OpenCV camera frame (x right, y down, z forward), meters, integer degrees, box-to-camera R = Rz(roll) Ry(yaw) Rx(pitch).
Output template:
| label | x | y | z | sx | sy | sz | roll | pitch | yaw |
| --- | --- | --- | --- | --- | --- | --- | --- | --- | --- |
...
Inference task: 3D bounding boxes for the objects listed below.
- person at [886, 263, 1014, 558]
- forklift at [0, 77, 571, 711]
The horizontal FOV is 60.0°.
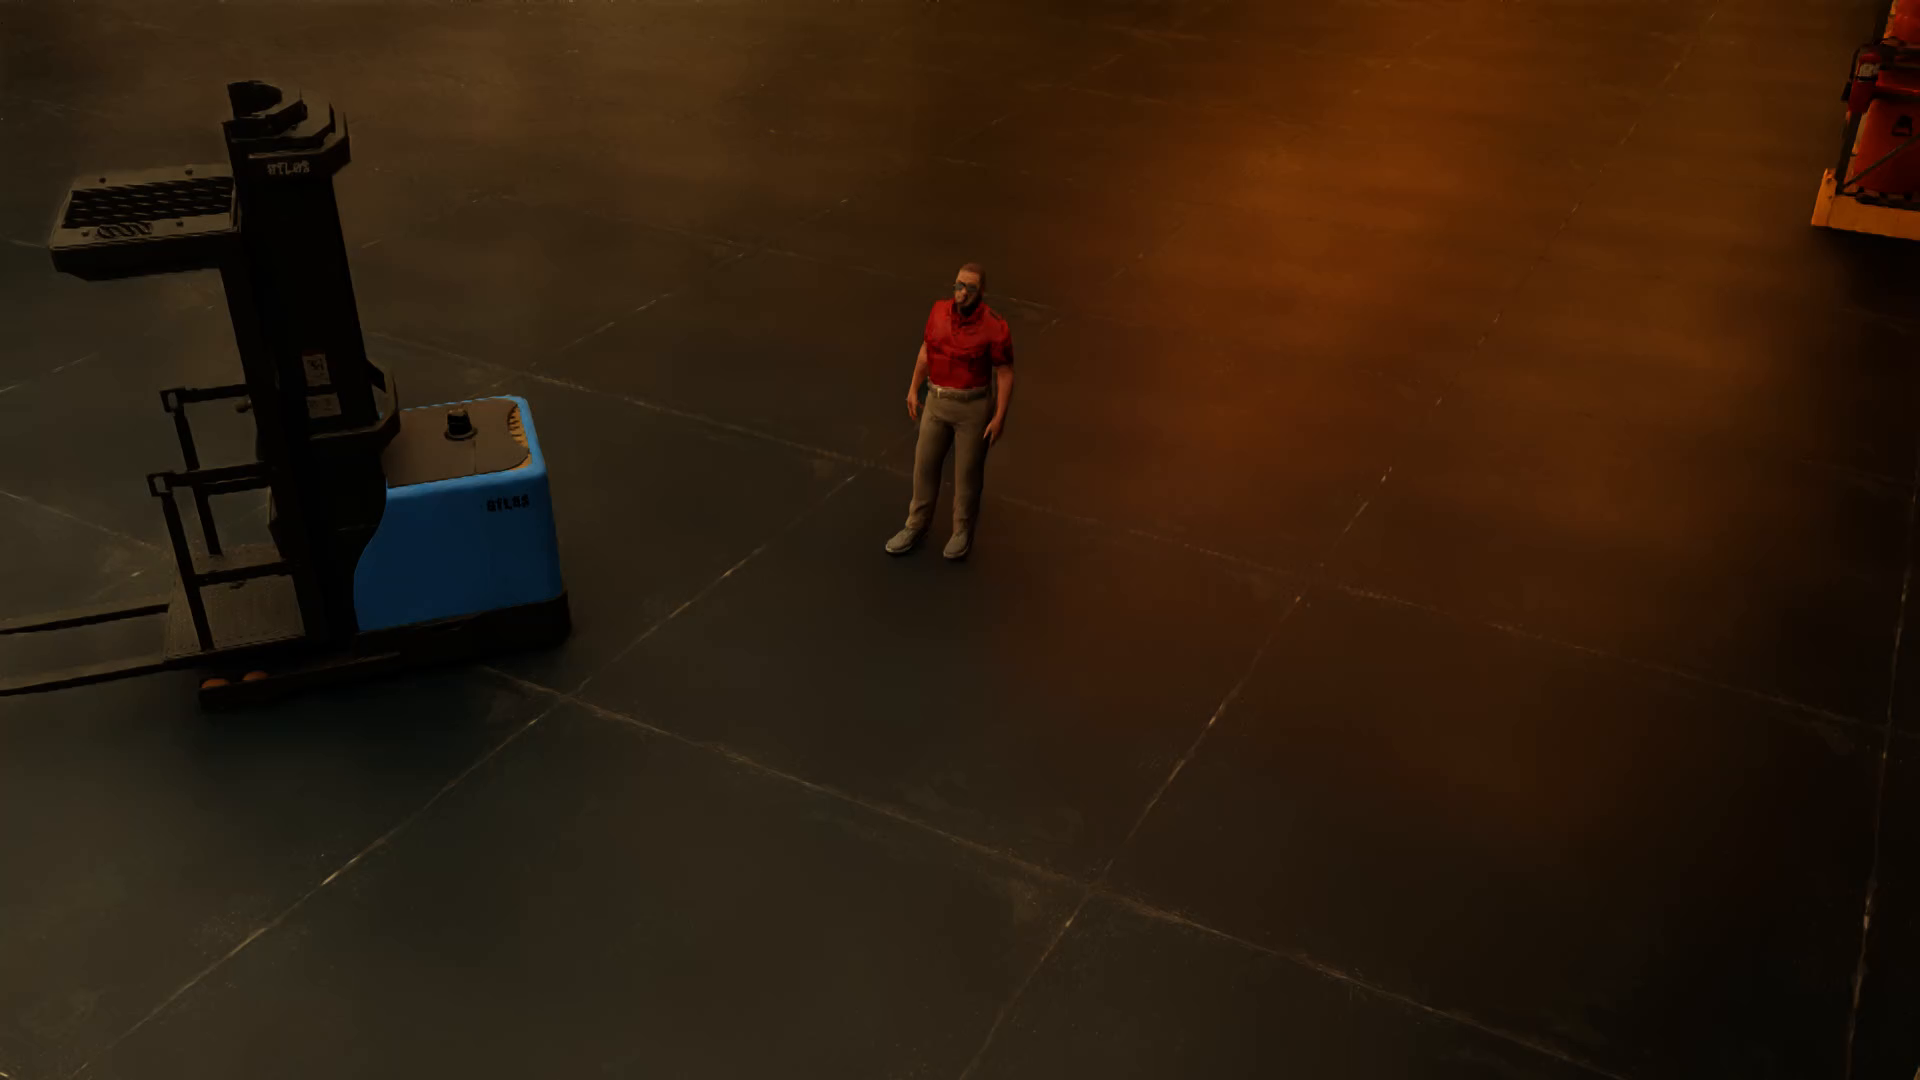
| label | x | y | z | sx | sy | sz | roll | pitch | yaw |
| --- | --- | --- | --- | --- | --- | --- | --- | --- | --- |
| person | -0.054 | -0.719 | 9.504 | 0.640 | 1.726 | 0.550 | 15 | 33 | 25 |
| forklift | -3.688 | -0.695 | 8.275 | 3.031 | 2.935 | 1.130 | -10 | 31 | -16 |
